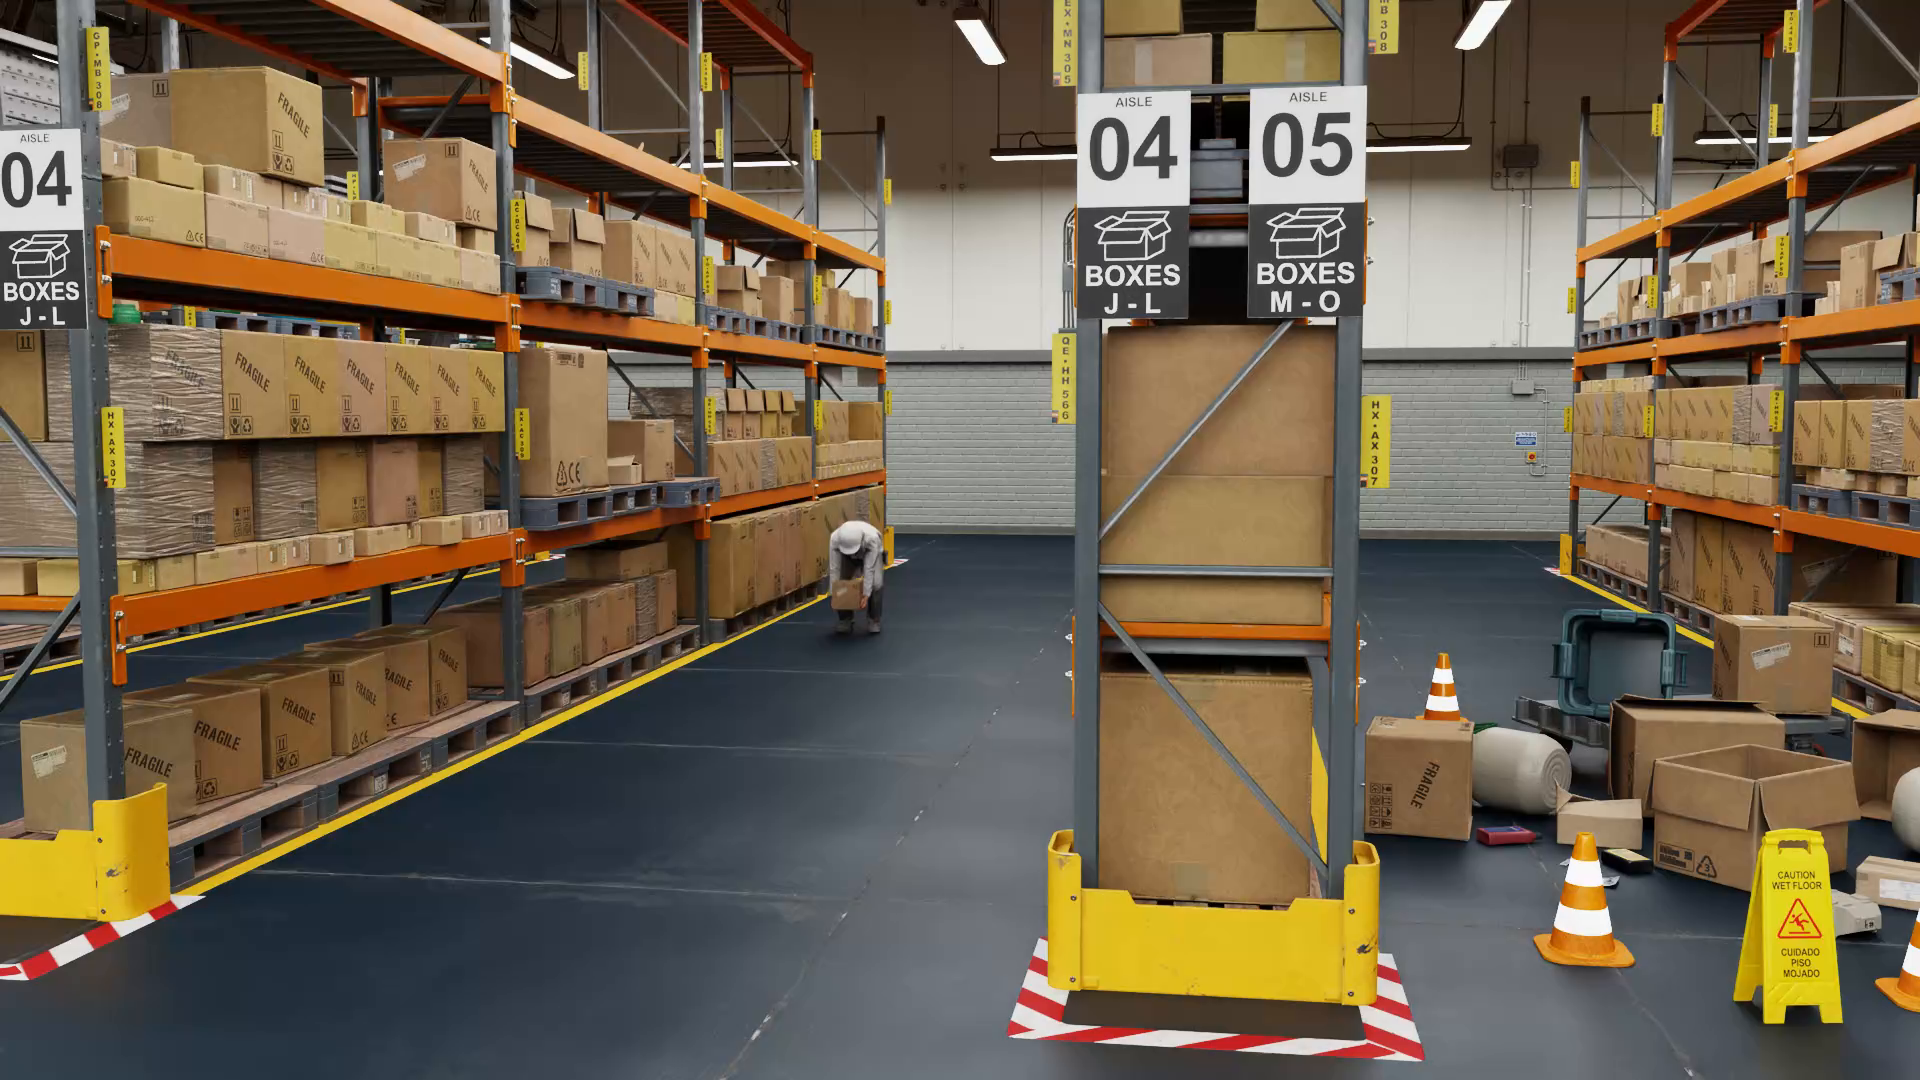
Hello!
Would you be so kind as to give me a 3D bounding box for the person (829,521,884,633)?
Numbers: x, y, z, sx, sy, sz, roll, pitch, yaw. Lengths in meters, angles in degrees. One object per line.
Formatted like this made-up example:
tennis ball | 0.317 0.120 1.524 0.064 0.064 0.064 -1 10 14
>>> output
person | -0.971 0.351 15.477 0.506 1.071 0.997 0 4 6
